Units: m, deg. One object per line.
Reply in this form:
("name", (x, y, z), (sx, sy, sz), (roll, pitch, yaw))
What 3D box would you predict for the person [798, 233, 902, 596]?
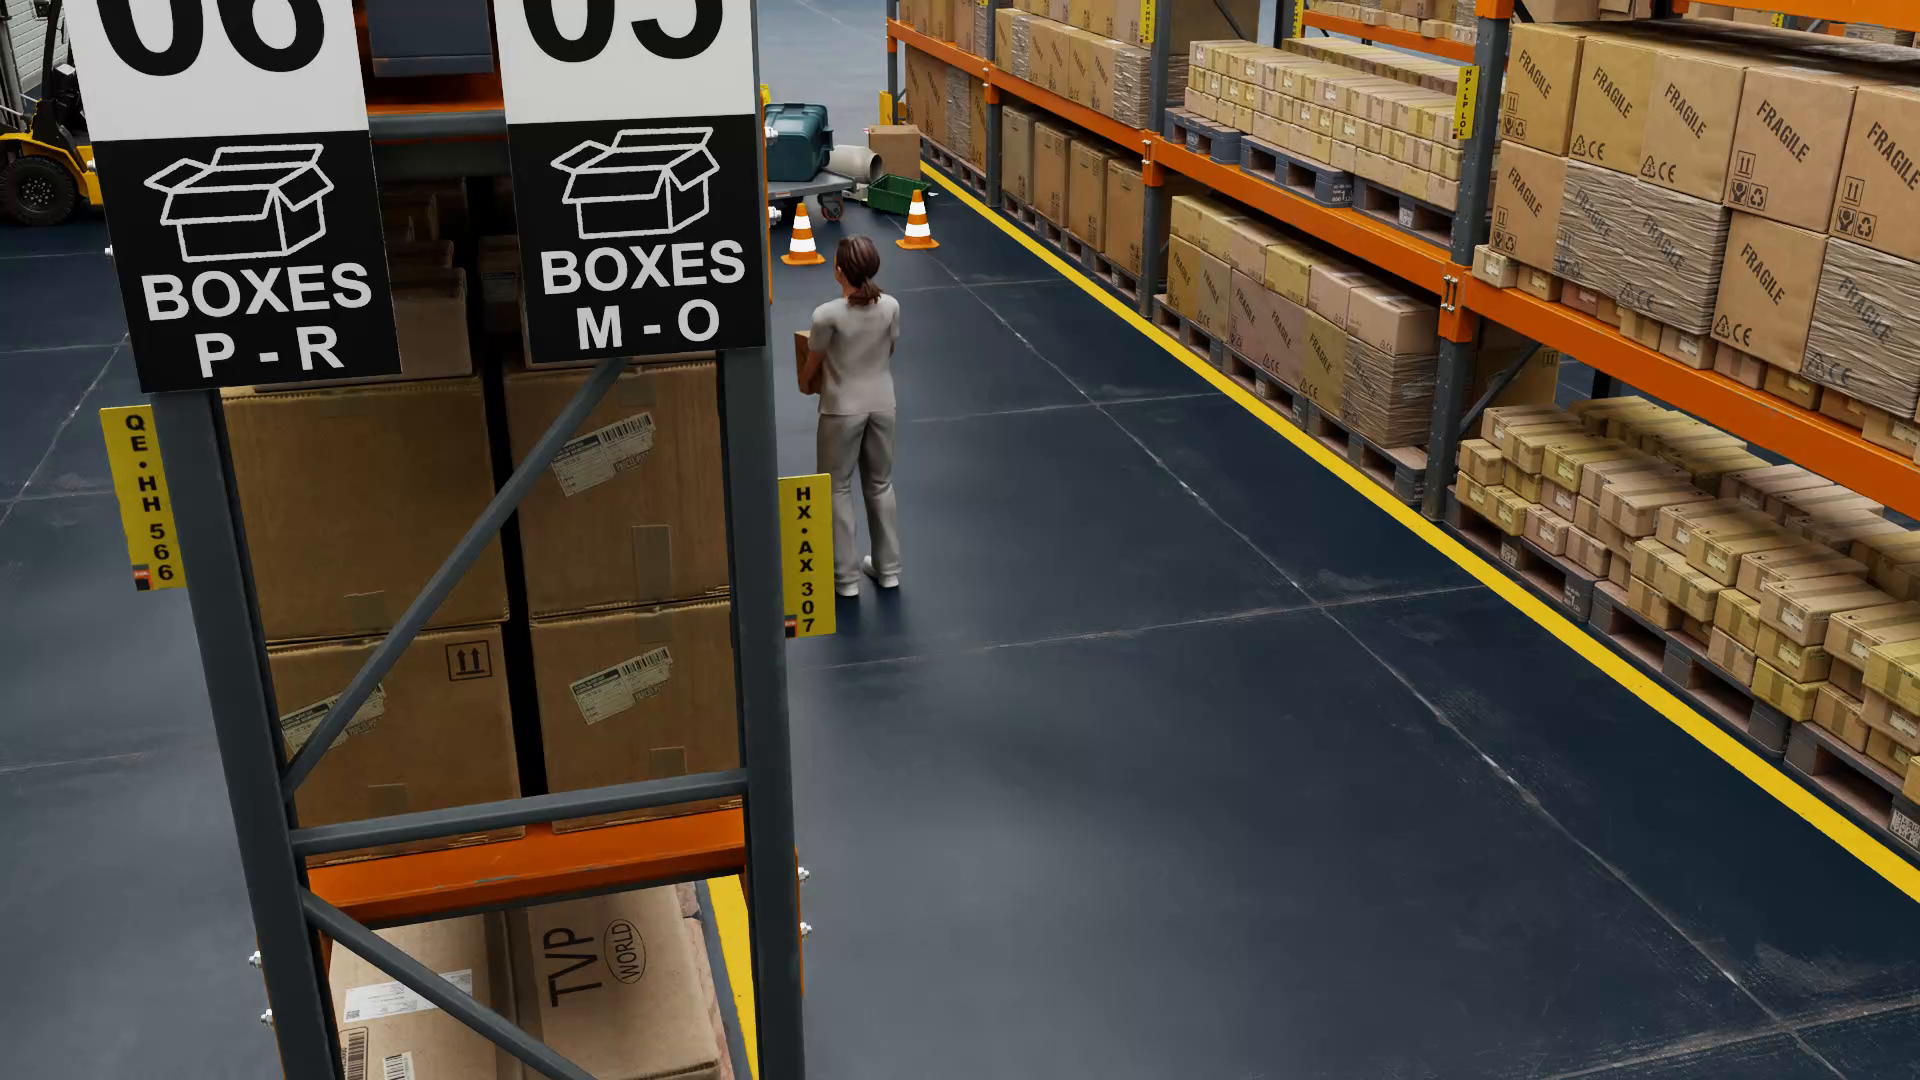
("person", (-0.495, -0.577, 7.470), (0.438, 1.662, 0.560), (-12, 26, -26))
